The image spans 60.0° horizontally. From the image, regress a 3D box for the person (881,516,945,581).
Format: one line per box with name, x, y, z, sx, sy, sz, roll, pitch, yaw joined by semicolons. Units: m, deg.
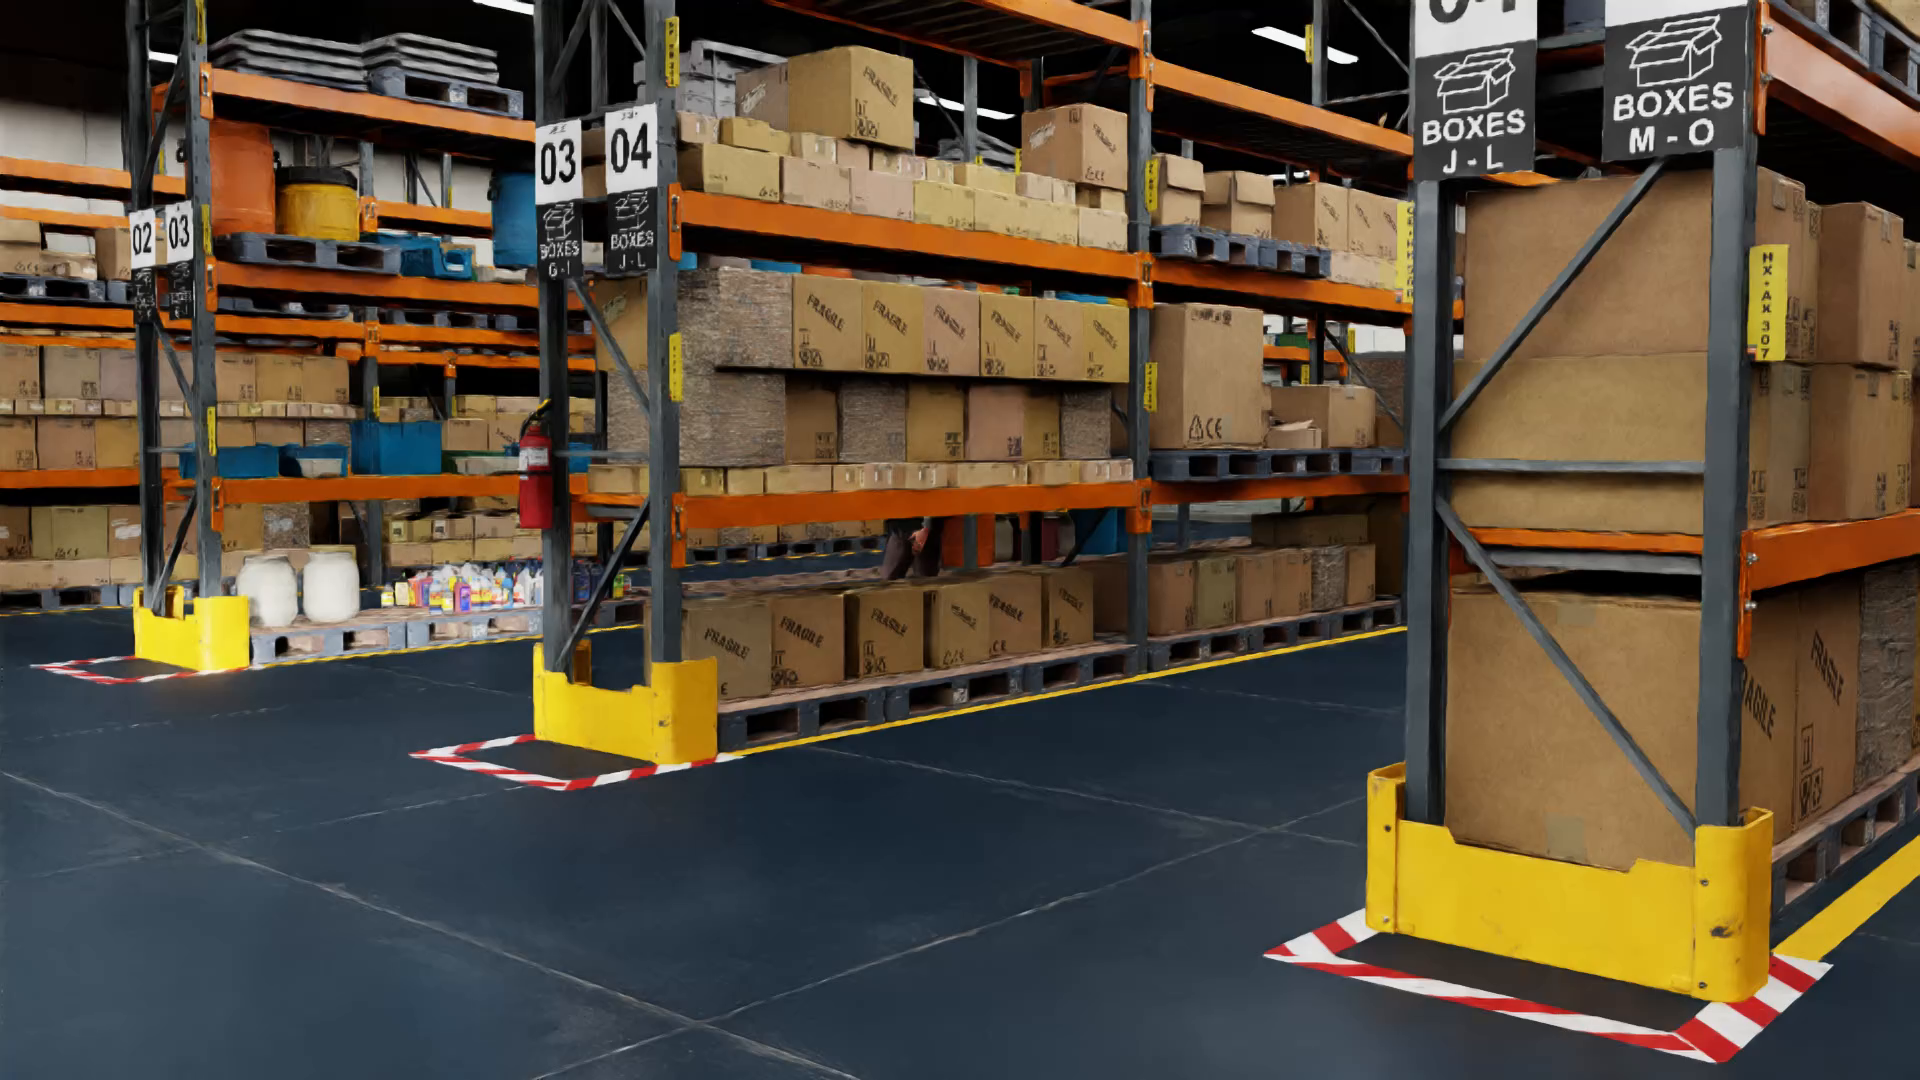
person;-0.360;-0.027;12.444;0.882;1.695;0.537;-3;5;-41
